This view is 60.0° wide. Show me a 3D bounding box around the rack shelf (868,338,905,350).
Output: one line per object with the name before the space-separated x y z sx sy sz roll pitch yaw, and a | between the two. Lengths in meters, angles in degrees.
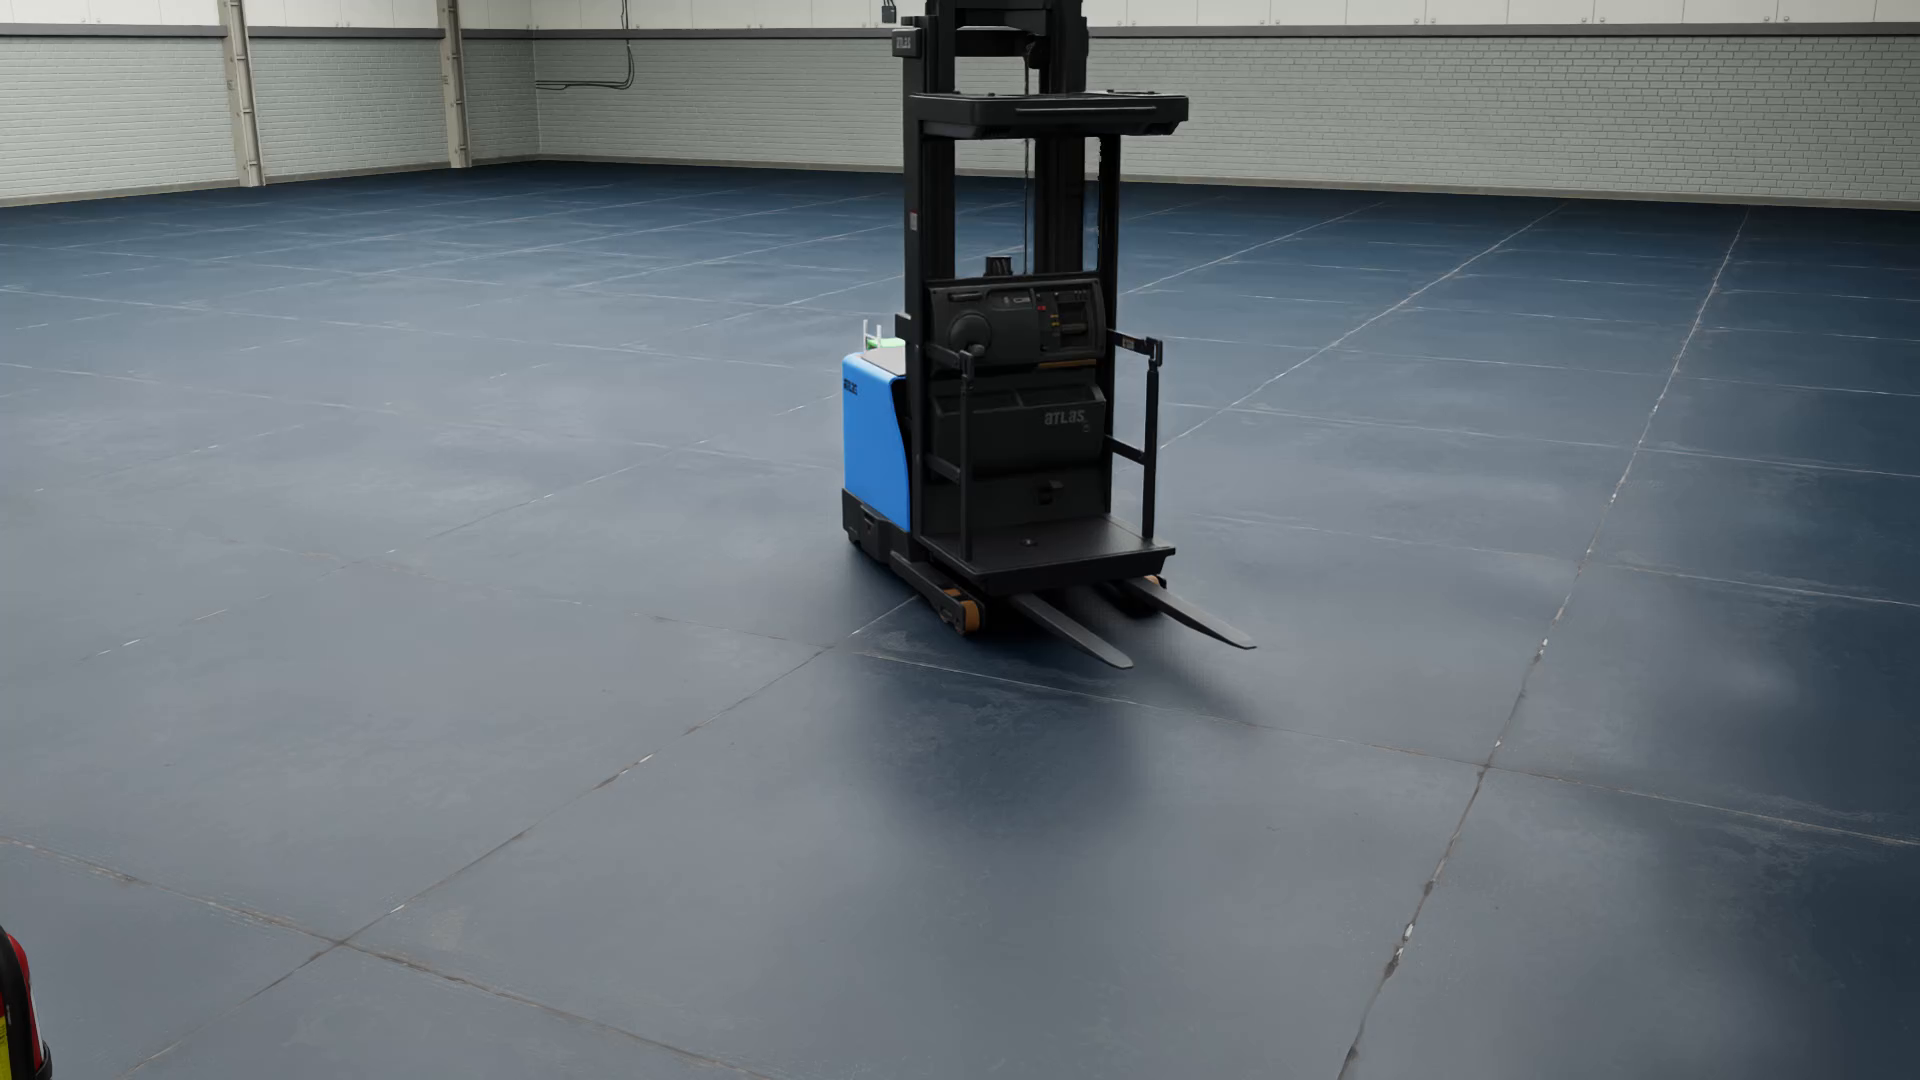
rack shelf | -0.277 -1.091 9.630 0.480 0.148 0.258 -7 18 -23

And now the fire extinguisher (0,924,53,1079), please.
fire extinguisher | -1.294 0.661 2.165 0.296 0.674 0.183 8 18 25

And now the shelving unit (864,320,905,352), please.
shelving unit | -0.277 -0.692 9.749 0.503 1.200 0.258 -7 18 -23

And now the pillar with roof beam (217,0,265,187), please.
pillar with roof beam | -10.473 -10.936 30.539 9.100 9.000 0.400 8 18 25

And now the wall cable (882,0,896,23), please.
wall cable | -0.658 -14.013 34.924 2.305 6.003 0.169 8 18 25

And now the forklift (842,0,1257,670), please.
forklift | 0.378 -1.088 8.041 1.130 2.935 3.031 -7 18 -22

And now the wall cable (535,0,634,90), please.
wall cable | -9.143 -12.106 39.931 3.097 2.526 0.112 8 18 25

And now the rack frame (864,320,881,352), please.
rack frame | -0.500 -0.664 9.654 0.015 1.200 0.240 -7 18 -23

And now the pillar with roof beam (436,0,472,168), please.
pillar with roof beam | -7.791 -12.464 35.685 9.100 9.000 0.400 8 18 25
